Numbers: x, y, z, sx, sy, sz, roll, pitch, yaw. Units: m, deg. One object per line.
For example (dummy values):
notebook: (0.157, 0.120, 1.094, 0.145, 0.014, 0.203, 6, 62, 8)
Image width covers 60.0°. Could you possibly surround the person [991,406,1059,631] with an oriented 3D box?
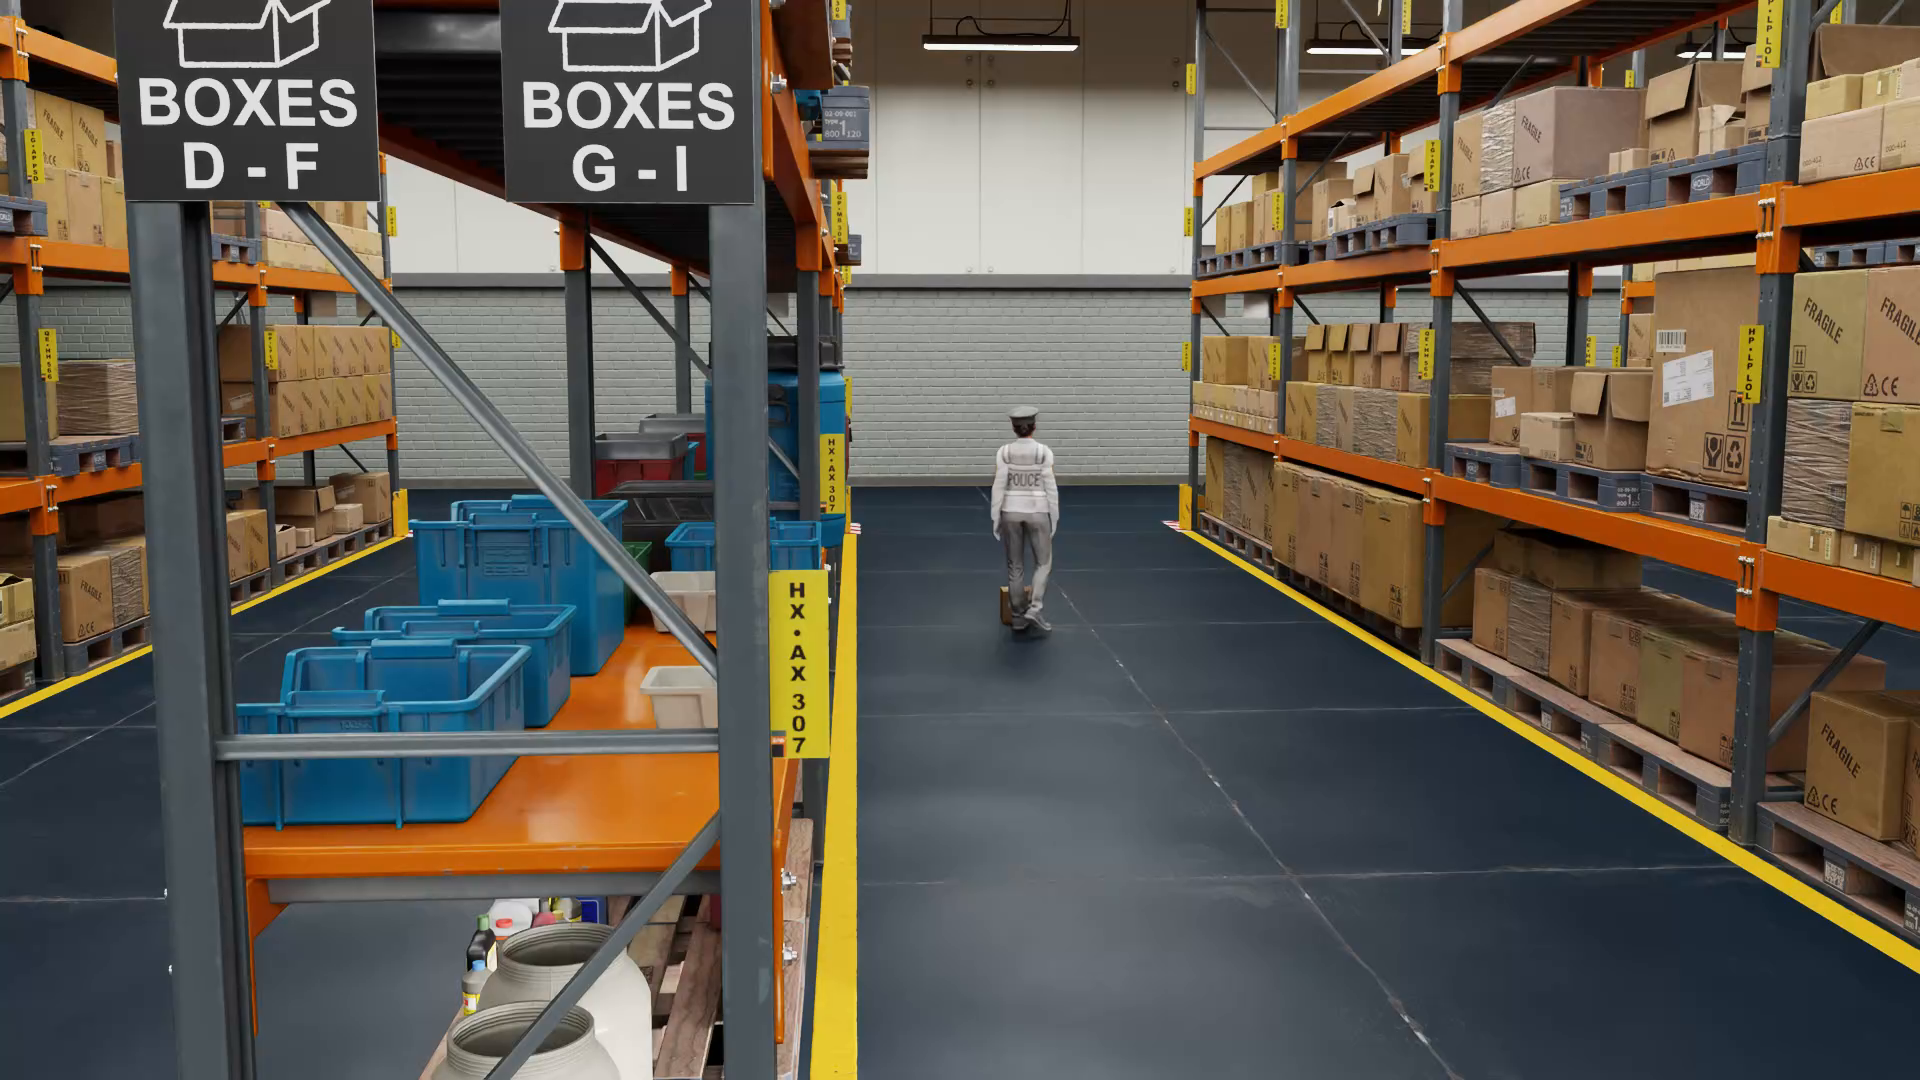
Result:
person: (0.478, -0.150, 12.312, 0.500, 1.668, 0.597, 1, 7, 9)
